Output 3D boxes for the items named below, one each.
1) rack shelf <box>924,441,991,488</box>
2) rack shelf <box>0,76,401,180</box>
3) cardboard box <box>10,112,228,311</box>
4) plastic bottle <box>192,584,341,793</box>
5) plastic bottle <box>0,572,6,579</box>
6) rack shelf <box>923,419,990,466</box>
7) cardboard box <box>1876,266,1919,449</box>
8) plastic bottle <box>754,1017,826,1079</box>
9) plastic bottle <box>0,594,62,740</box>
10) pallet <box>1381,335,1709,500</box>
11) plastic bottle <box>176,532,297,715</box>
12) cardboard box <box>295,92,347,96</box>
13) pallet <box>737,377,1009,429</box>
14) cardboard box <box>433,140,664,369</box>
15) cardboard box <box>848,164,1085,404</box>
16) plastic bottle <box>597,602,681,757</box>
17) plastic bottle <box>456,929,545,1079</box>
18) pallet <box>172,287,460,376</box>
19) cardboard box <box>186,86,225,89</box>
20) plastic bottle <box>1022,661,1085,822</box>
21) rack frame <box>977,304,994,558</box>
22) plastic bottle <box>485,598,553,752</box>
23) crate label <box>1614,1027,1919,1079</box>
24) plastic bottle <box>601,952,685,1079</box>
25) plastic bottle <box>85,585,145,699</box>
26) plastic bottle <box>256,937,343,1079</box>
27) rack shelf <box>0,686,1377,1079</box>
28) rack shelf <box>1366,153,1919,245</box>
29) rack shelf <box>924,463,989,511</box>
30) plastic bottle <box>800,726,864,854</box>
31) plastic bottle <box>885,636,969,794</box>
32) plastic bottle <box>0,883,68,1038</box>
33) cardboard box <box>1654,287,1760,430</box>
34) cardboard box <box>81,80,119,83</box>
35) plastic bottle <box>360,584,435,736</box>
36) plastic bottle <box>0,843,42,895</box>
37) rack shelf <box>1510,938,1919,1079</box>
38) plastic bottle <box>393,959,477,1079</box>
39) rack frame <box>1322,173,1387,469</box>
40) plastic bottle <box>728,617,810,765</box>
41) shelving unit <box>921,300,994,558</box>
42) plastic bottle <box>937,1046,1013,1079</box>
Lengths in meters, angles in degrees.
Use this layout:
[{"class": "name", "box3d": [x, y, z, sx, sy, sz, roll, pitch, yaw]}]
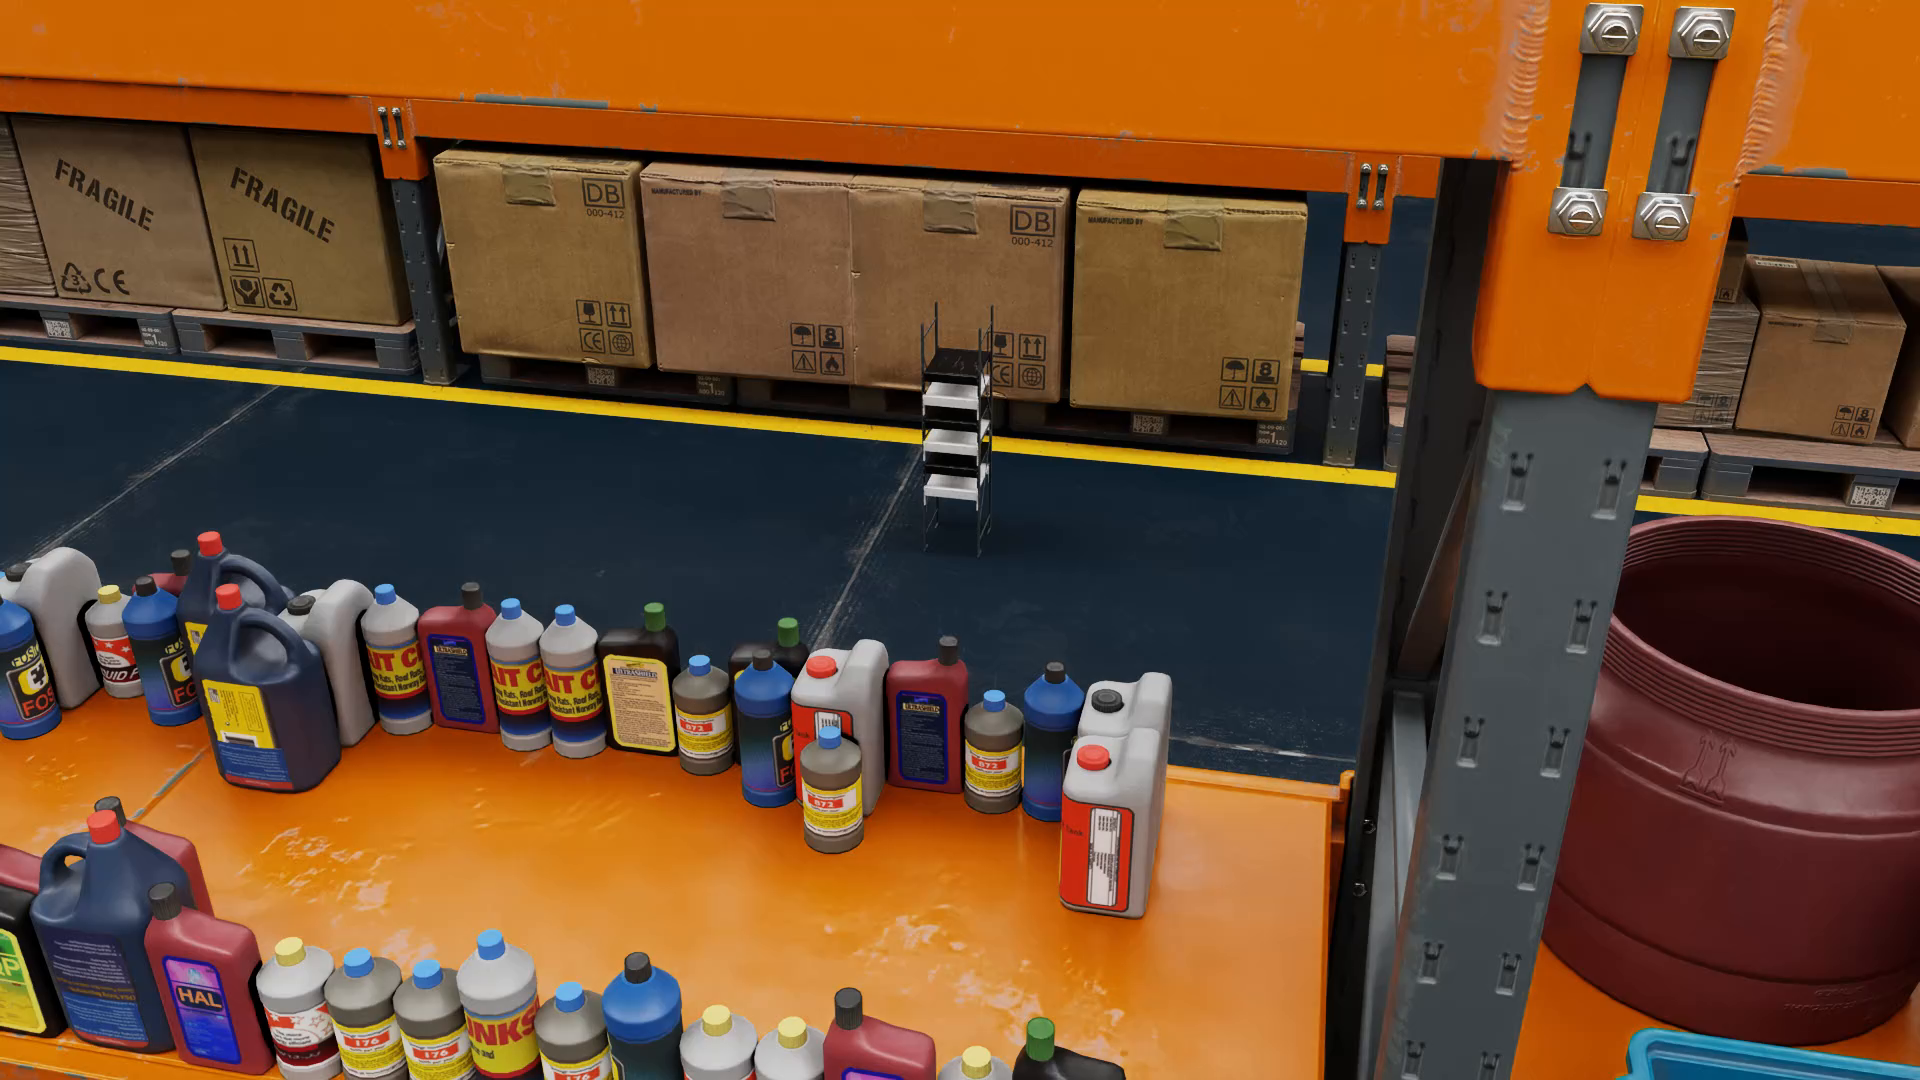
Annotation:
[{"class": "rack shelf", "box3d": [-0.008, -0.287, 6.095, 0.200, 0.077, 0.258, 6, 29, 11]}, {"class": "rack shelf", "box3d": [-4.220, -2.132, 7.769, 4.000, 0.370, 1.077, 6, 29, 11]}, {"class": "cardboard box", "box3d": [-3.773, -1.693, 7.994, 0.875, 0.875, 0.875, 6, 29, 11]}, {"class": "plastic bottle", "box3d": [-1.154, 0.235, 2.749, 0.185, 0.351, 0.144, 6, 29, 11]}, {"class": "plastic bottle", "box3d": [-1.744, 0.154, 3.053, 0.097, 0.201, 0.097, 0, 29, 0]}, {"class": "rack shelf", "box3d": [-0.008, -0.366, 6.051, 0.200, 0.077, 0.258, 6, 29, 11]}, {"class": "cardboard box", "box3d": [3.954, -0.725, 6.596, 0.500, 0.500, 0.700, 3, 29, 6]}, {"class": "plastic bottle", "box3d": [-0.206, 0.684, 2.084, 0.097, 0.201, 0.097, 0, 29, 0]}, {"class": "plastic bottle", "box3d": [-1.644, 0.208, 2.881, 0.097, 0.271, 0.097, 0, 29, 0]}, {"class": "pallet", "box3d": [2.412, -0.543, 7.023, 1.213, 0.211, 1.003, 6, 29, 11]}, {"class": "plastic bottle", "box3d": [-1.254, 0.150, 2.904, 0.185, 0.351, 0.144, 6, 29, 11]}, {"class": "cardboard box", "box3d": [-2.630, -2.013, 7.065, 0.250, 0.149, 0.380, 6, 29, 11]}, {"class": "pallet", "box3d": [-0.297, -0.860, 7.602, 1.213, 0.211, 1.003, 6, 29, 11]}, {"class": "cardboard box", "box3d": [-1.634, -1.444, 7.539, 0.875, 0.875, 1.225, 6, 29, 11]}, {"class": "cardboard box", "box3d": [0.107, -1.270, 7.221, 0.875, 0.875, 1.225, 6, 29, 11]}, {"class": "plastic bottle", "box3d": [-0.542, 0.232, 2.824, 0.133, 0.283, 0.061, 6, 29, 11]}, {"class": "plastic bottle", "box3d": [-0.587, 0.614, 2.138, 0.097, 0.271, 0.097, 0, 29, 0]}, {"class": "pallet", "box3d": [-2.991, -1.137, 8.106, 1.213, 0.211, 1.003, 6, 29, 11]}, {"class": "cardboard box", "box3d": [-3.133, -2.065, 7.159, 0.250, 0.149, 0.380, 5, 29, 10]}, {"class": "plastic bottle", "box3d": [0.150, 0.317, 2.681, 0.097, 0.271, 0.097, 0, 29, 0]}, {"class": "rack frame", "box3d": [0.091, -0.385, 6.017, 0.006, 0.900, 0.240, 6, 29, 11]}, {"class": "plastic bottle", "box3d": [-0.754, 0.225, 2.850, 0.097, 0.271, 0.097, 0, 29, 0]}, {"class": "crate label", "box3d": [0.947, 0.772, 1.890, 0.416, 0.233, 0.303, 6, 29, 11]}, {"class": "plastic bottle", "box3d": [-0.396, 0.634, 2.103, 0.097, 0.271, 0.097, 0, 29, 0]}, {"class": "plastic bottle", "box3d": [-1.517, 0.177, 3.010, 0.097, 0.201, 0.097, 0, 29, 0]}, {"class": "plastic bottle", "box3d": [-0.872, 0.616, 2.209, 0.097, 0.201, 0.097, 0, 29, 0]}, {"class": "rack shelf", "box3d": [-1.342, 0.595, 2.788, 4.000, 0.370, 1.077, 6, 29, 11]}, {"class": "rack shelf", "box3d": [3.604, -1.329, 6.304, 4.000, 0.370, 1.077, 6, 29, 11]}, {"class": "rack shelf", "box3d": [-0.008, -0.208, 6.138, 0.200, 0.077, 0.258, 6, 29, 11]}, {"class": "plastic bottle", "box3d": [-0.202, 0.386, 2.627, 0.097, 0.201, 0.097, 0, 29, 0]}, {"class": "plastic bottle", "box3d": [-0.054, 0.282, 2.733, 0.133, 0.283, 0.061, 6, 29, 11]}, {"class": "plastic bottle", "box3d": [-1.300, 0.545, 2.253, 0.133, 0.283, 0.061, 6, 29, 11]}, {"class": "cardboard box", "box3d": [2.852, -0.835, 6.796, 0.500, 0.500, 0.700, 3, 29, 6]}, {"class": "cardboard box", "box3d": [-3.637, -2.116, 7.253, 0.250, 0.149, 0.380, 6, 29, 12]}, {"class": "plastic bottle", "box3d": [-0.979, 0.201, 2.893, 0.097, 0.271, 0.097, 0, 29, 0]}, {"class": "plastic bottle", "box3d": [-1.287, 0.516, 2.305, 0.133, 0.283, 0.061, 6, 29, 11]}, {"class": "rack shelf", "box3d": [2.570, 0.997, 2.055, 4.000, 0.370, 1.077, 6, 29, 11]}, {"class": "plastic bottle", "box3d": [-0.682, 0.635, 2.173, 0.097, 0.201, 0.097, 0, 29, 0]}, {"class": "rack frame", "box3d": [1.648, -1.846, 6.498, 0.127, 3.000, 1.000, 6, 29, 11]}, {"class": "plastic bottle", "box3d": [-0.316, 0.255, 2.782, 0.133, 0.283, 0.061, 6, 29, 11]}, {"class": "shelving unit", "box3d": [-0.008, -0.396, 6.035, 0.210, 0.900, 0.258, 6, 29, 11]}, {"class": "plastic bottle", "box3d": [0.020, 0.707, 2.041, 0.097, 0.201, 0.097, 0, 29, 0]}]
